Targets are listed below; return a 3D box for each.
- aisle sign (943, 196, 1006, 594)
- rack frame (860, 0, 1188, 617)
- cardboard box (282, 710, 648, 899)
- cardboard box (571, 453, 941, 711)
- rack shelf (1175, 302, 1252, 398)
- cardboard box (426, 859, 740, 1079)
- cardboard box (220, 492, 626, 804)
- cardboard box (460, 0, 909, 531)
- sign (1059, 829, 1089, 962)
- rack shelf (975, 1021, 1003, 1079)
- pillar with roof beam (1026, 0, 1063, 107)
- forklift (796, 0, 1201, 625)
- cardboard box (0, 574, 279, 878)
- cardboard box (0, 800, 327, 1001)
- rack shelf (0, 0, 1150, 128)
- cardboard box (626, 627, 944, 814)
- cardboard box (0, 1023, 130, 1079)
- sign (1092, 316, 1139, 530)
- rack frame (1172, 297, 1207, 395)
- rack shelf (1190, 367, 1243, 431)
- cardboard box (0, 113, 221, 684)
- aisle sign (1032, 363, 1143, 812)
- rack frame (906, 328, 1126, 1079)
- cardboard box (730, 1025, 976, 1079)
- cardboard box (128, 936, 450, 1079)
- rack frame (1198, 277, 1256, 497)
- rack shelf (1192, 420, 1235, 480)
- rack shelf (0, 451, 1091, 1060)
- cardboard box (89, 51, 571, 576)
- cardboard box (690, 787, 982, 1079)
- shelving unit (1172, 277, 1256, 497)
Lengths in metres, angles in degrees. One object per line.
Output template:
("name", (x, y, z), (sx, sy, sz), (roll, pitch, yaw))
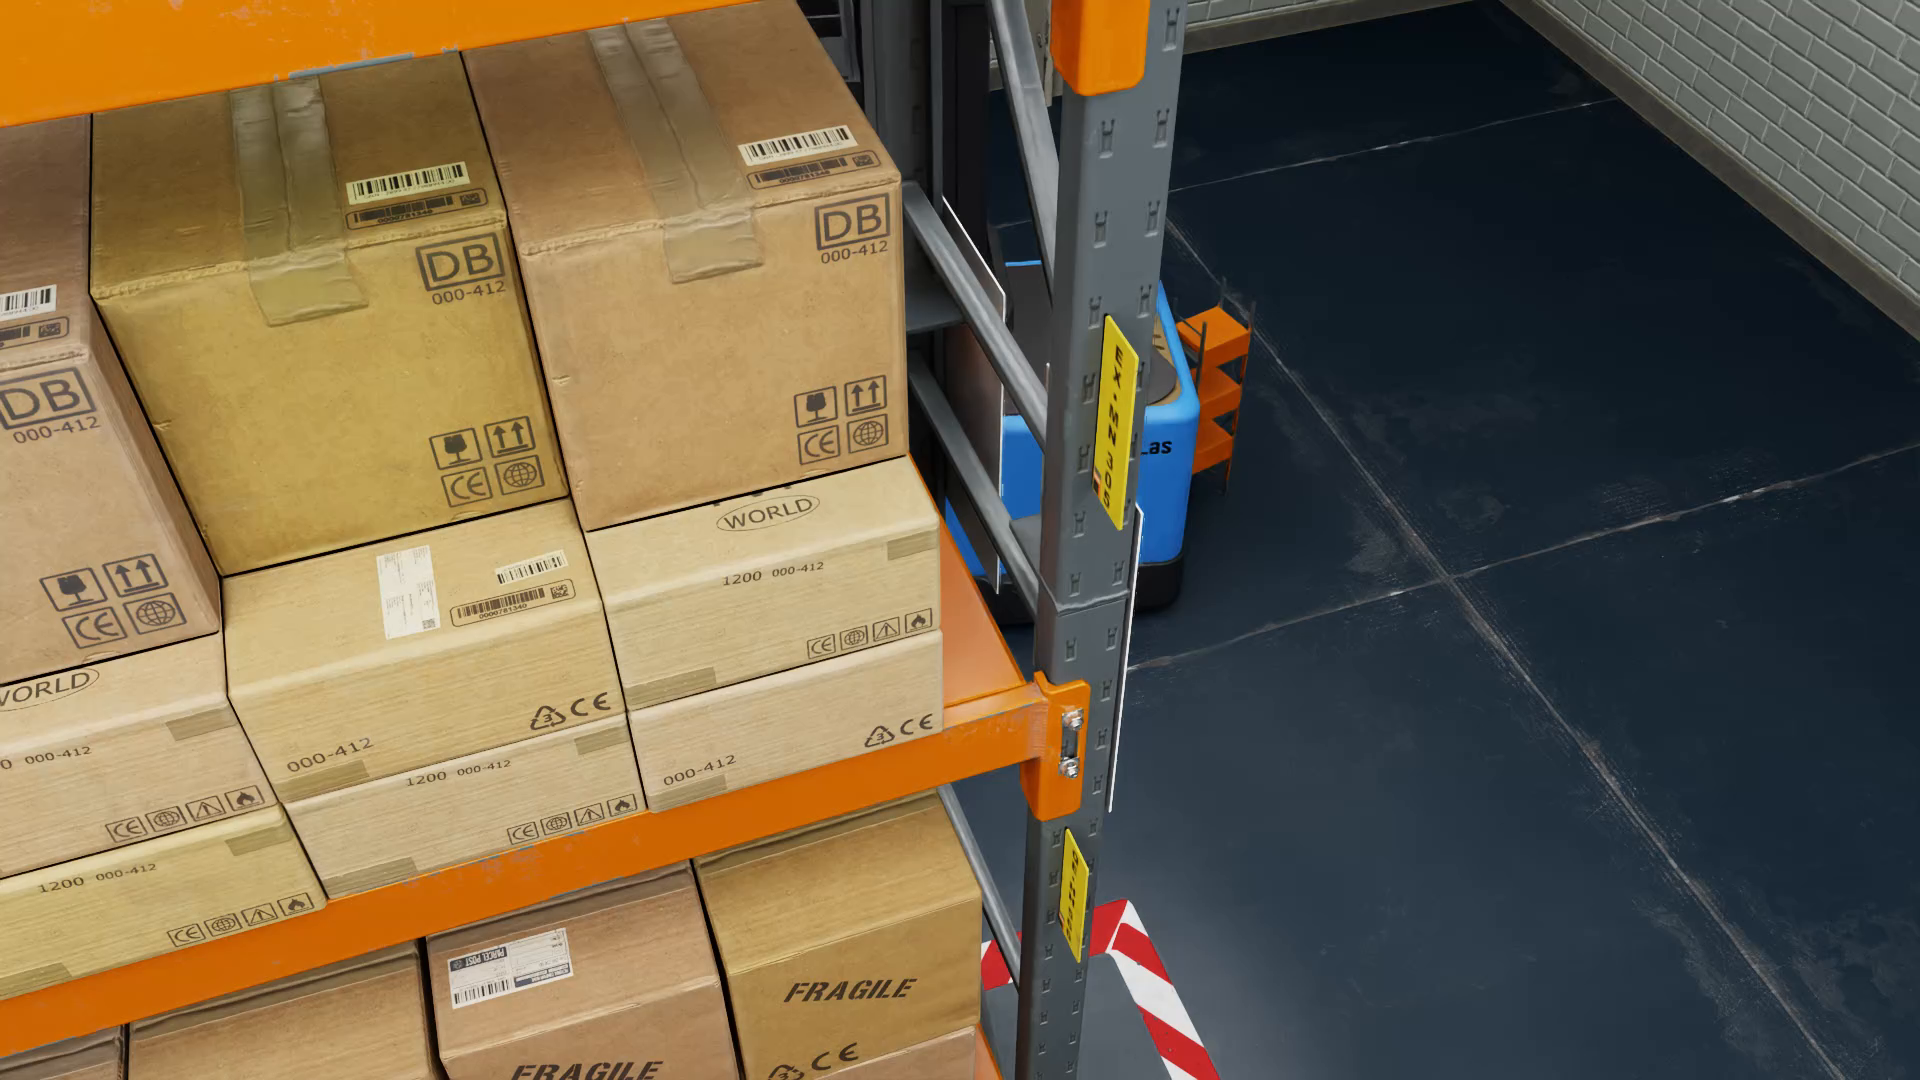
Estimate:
("aisle sign", (0.013, -0.294, 3.399), (0.004, 0.787, 0.394), (-14, 47, -14))
("rack frame", (0.049, -1.282, 1.983), (0.127, 3.000, 1.000), (-14, 47, -14))
("cardboard box", (-0.819, 0.242, 2.688), (0.500, 0.250, 0.500), (-14, 47, -14))
("cardboard box", (-0.348, -0.053, 2.629), (0.500, 0.250, 0.500), (-14, 47, -14))
("rack shelf", (0.999, -0.763, 6.693), (0.240, 0.259, 0.215), (-24, 50, -22))
("cardboard box", (-0.751, 0.860, 3.308), (0.500, 0.500, 0.500), (-13, 47, -13))
("cardboard box", (-0.818, 0.068, 2.509), (0.500, 0.250, 0.500), (-14, 47, -14))
("cardboard box", (-0.429, -0.477, 2.522), (0.500, 0.500, 0.700), (-14, 47, -14))
("sign", (0.219, 0.690, 3.213), (0.005, 0.325, 0.100), (-14, 47, -14))
("rack shelf", (-1.832, 1.571, 3.884), (4.000, 0.370, 1.077), (-14, 47, -14))
("pillar with roof beam", (2.071, -2.938, 3.635), (0.400, 9.000, 9.100), (-14, 47, -14))
("forklift", (-0.656, -0.986, 5.973), (3.031, 2.935, 1.130), (-4, 45, -4))
("cardboard box", (-1.289, 0.185, 2.392), (0.500, 0.250, 0.500), (-14, 47, -14))
("cardboard box", (-1.285, 0.371, 2.560), (0.500, 0.250, 0.500), (-14, 47, -14))
("rack shelf", (-1.832, -0.545, 1.760), (4.000, 0.370, 1.077), (-14, 47, -14))
("cardboard box", (-0.345, 0.129, 2.801), (0.500, 0.250, 0.500), (-14, 47, -14))
("cardboard box", (-1.720, 1.112, 3.057), (0.500, 0.500, 0.500), (-13, 47, -13))
("sign", (0.219, -0.161, 2.359), (0.005, 0.325, 0.100), (-14, 47, -14))
("rack frame", (0.897, -0.523, 6.840), (0.008, 1.050, 0.200), (-24, 50, -22))
("rack shelf", (0.999, -0.563, 6.894), (0.240, 0.259, 0.215), (-24, 50, -22))
("cardboard box", (-1.362, -0.221, 2.268), (0.500, 0.500, 0.700), (-14, 47, -14))
("aisle sign", (0.217, 0.106, 3.000), (0.004, 0.787, 0.394), (-14, 47, -14))
("rack frame", (0.049, 0.836, 4.108), (0.127, 3.000, 1.000), (-14, 47, -14))
("cardboard box", (-0.280, 1.090, 3.785), (0.500, 0.500, 0.500), (-13, 47, -13))
("cardboard box", (-1.237, 0.988, 3.180), (0.500, 0.500, 0.500), (-13, 47, -13))
("rack frame", (1.102, -0.617, 6.933), (0.008, 1.050, 0.200), (-24, 50, -22))
("rack shelf", (0.999, -0.366, 7.091), (0.240, 0.259, 0.215), (-24, 50, -22))
("rack shelf", (-1.832, 0.512, 2.821), (4.000, 0.370, 1.077), (-14, 47, -14))
("cardboard box", (-0.928, -0.413, 2.458), (0.500, 0.500, 0.700), (-14, 47, -14))
("cardboard box", (-0.276, 0.738, 3.429), (0.500, 0.500, 0.500), (-15, 47, -14))
("shelving unit", (0.999, -0.570, 6.886), (0.252, 1.050, 0.215), (-24, 50, -22))
